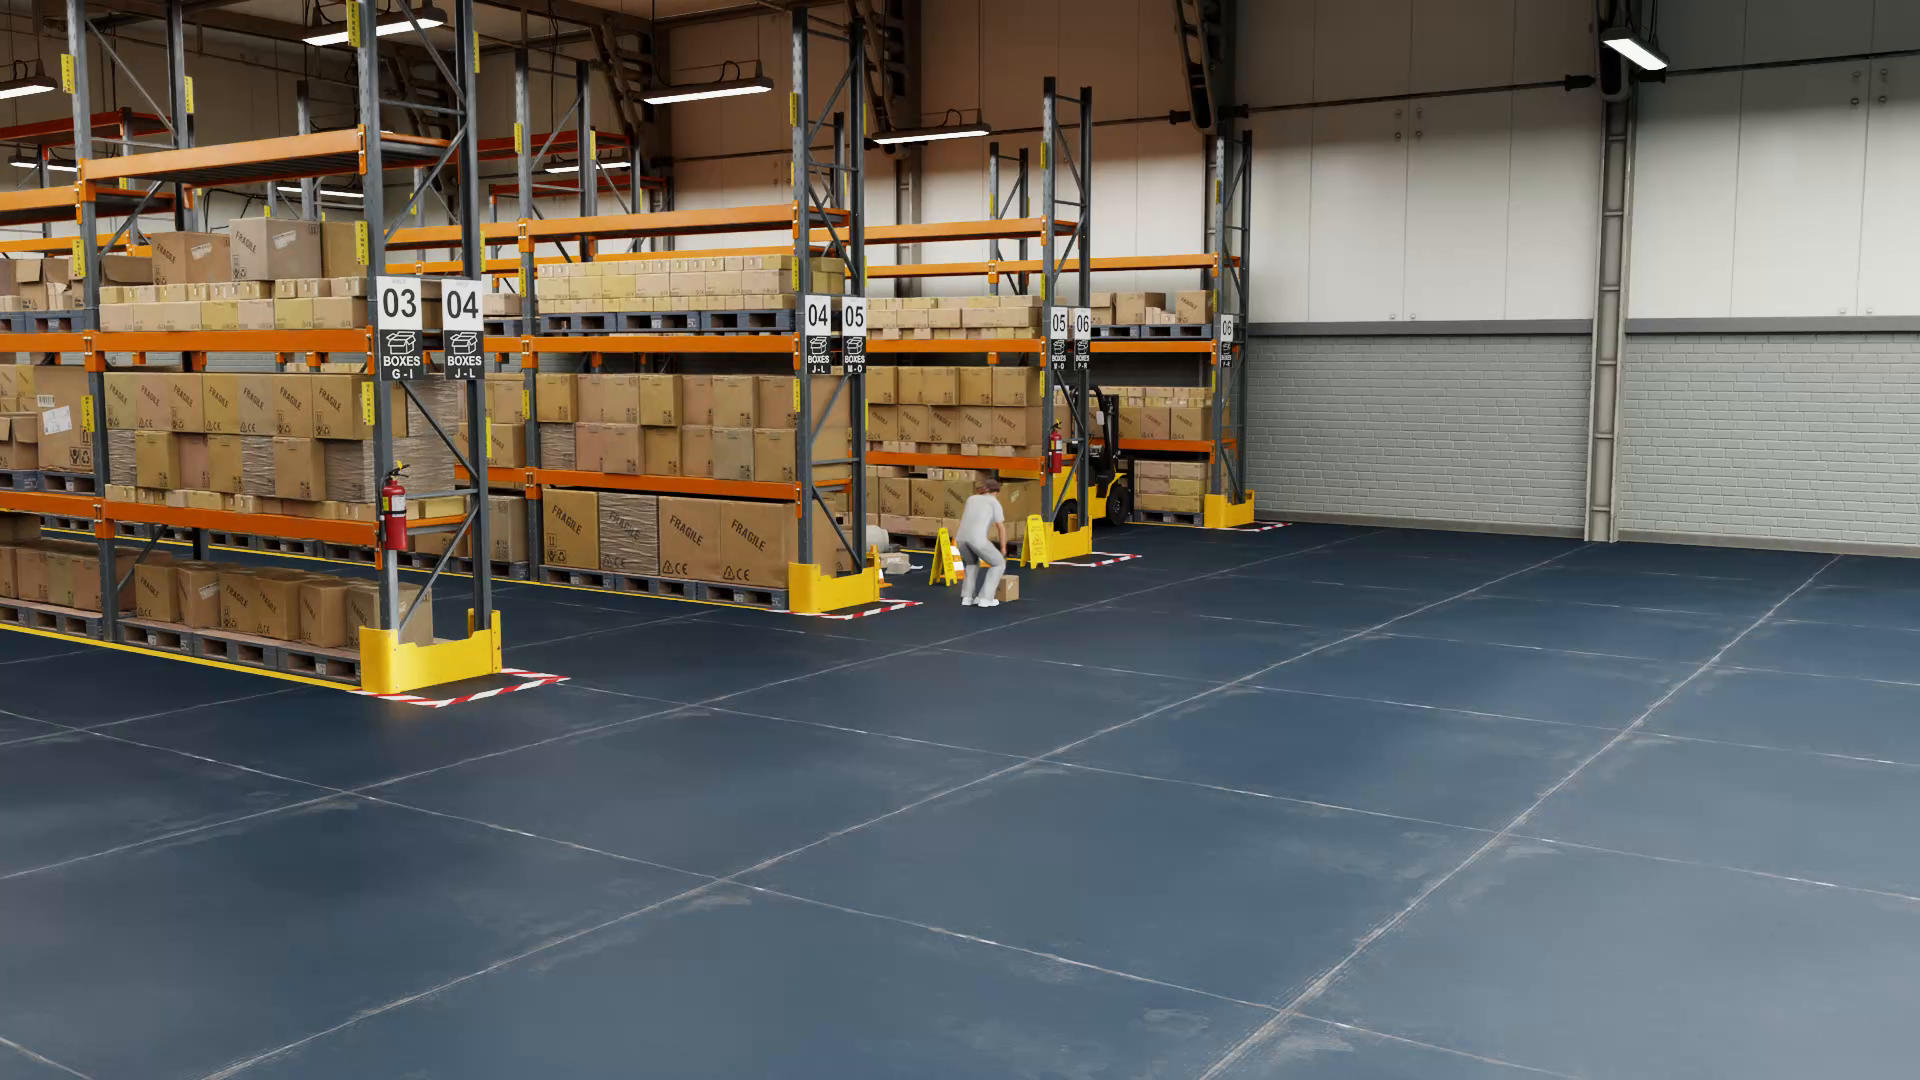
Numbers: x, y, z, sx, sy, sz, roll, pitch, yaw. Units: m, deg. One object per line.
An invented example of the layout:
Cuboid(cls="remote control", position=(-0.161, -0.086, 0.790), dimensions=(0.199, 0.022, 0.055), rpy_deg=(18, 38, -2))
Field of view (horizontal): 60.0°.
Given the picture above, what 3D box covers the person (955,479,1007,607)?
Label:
Cuboid(cls="person", position=(0.206, 0.028, 17.412), dimensions=(0.492, 1.304, 0.683), rpy_deg=(4, 8, 34))
